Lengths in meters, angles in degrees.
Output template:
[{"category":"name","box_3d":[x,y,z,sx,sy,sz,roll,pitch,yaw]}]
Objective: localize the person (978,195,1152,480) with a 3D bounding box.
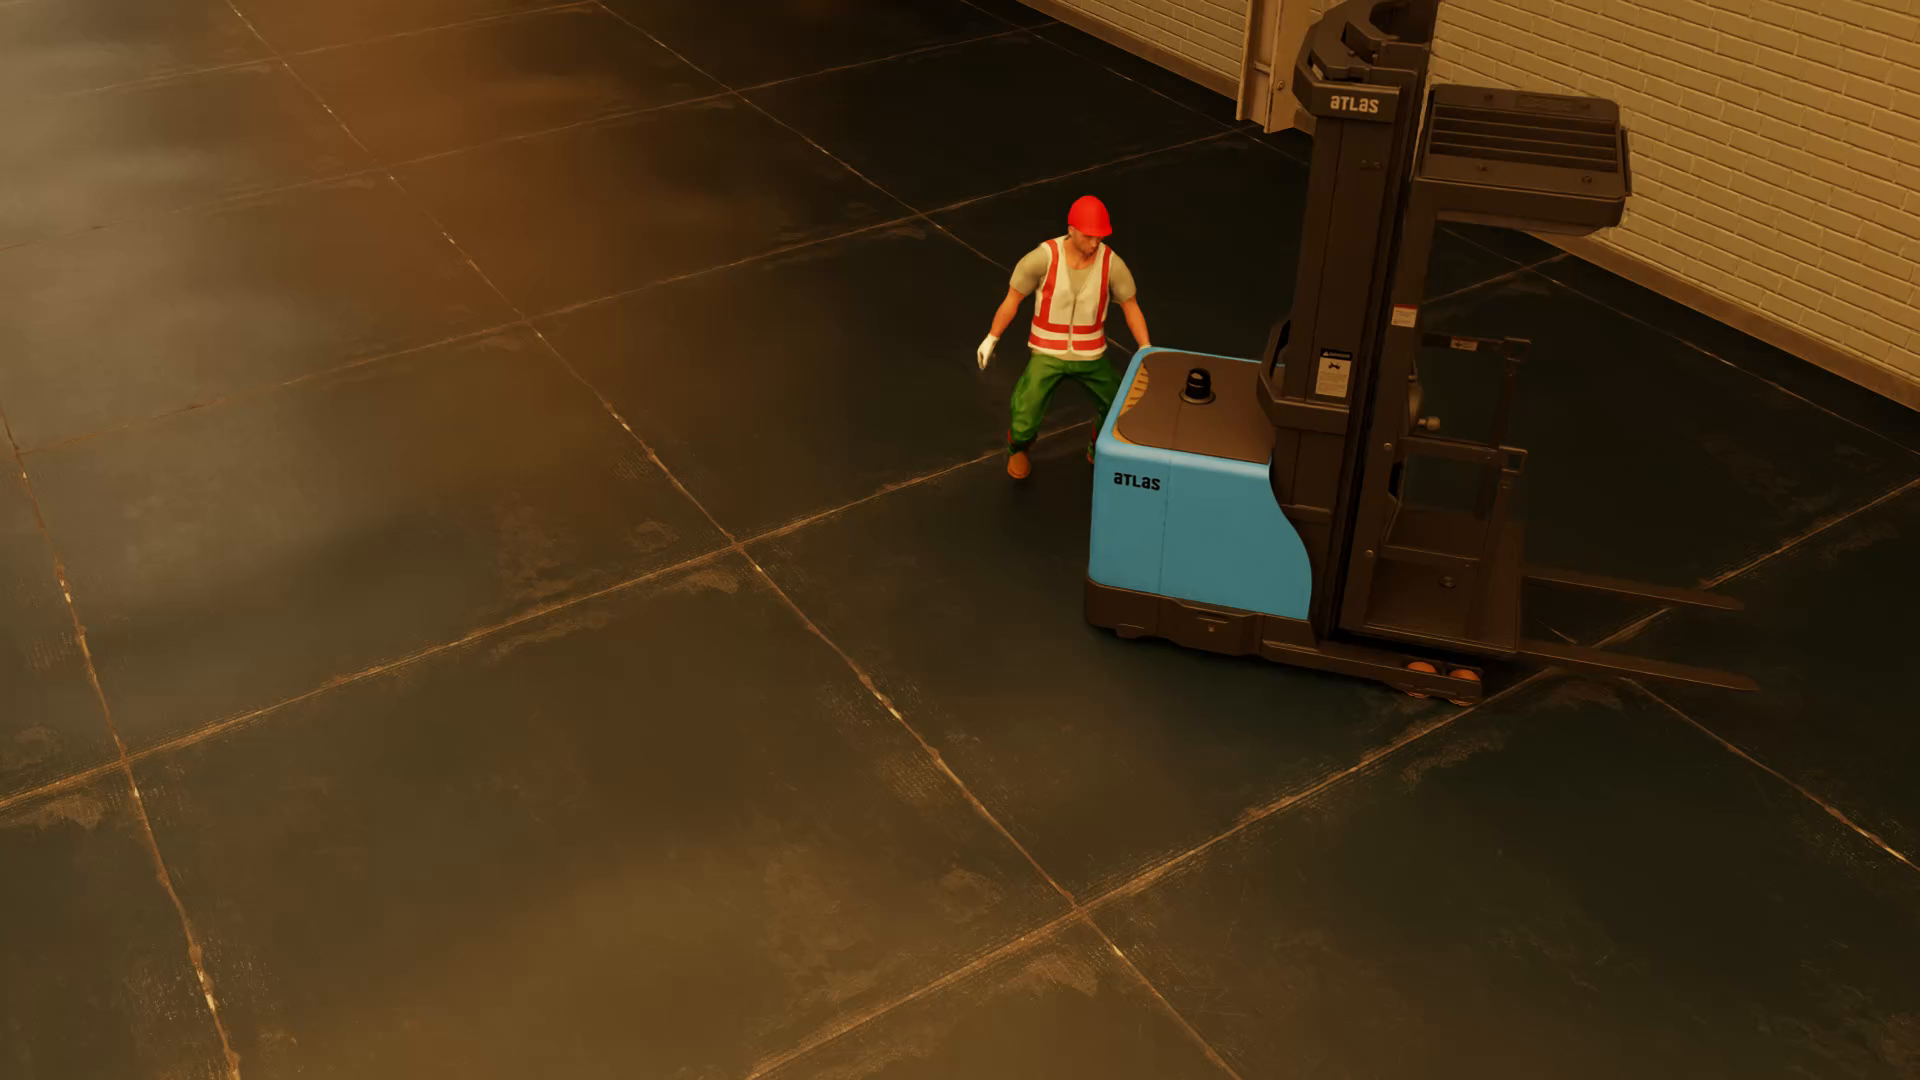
[{"category":"person","box_3d":[0.568,-0.992,8.662,0.949,1.678,0.553,-1,35,-2]}]

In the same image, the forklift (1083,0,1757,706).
[{"category":"forklift","box_3d":[2.173,-0.783,7.262,3.031,2.935,1.130,10,36,13]}]
